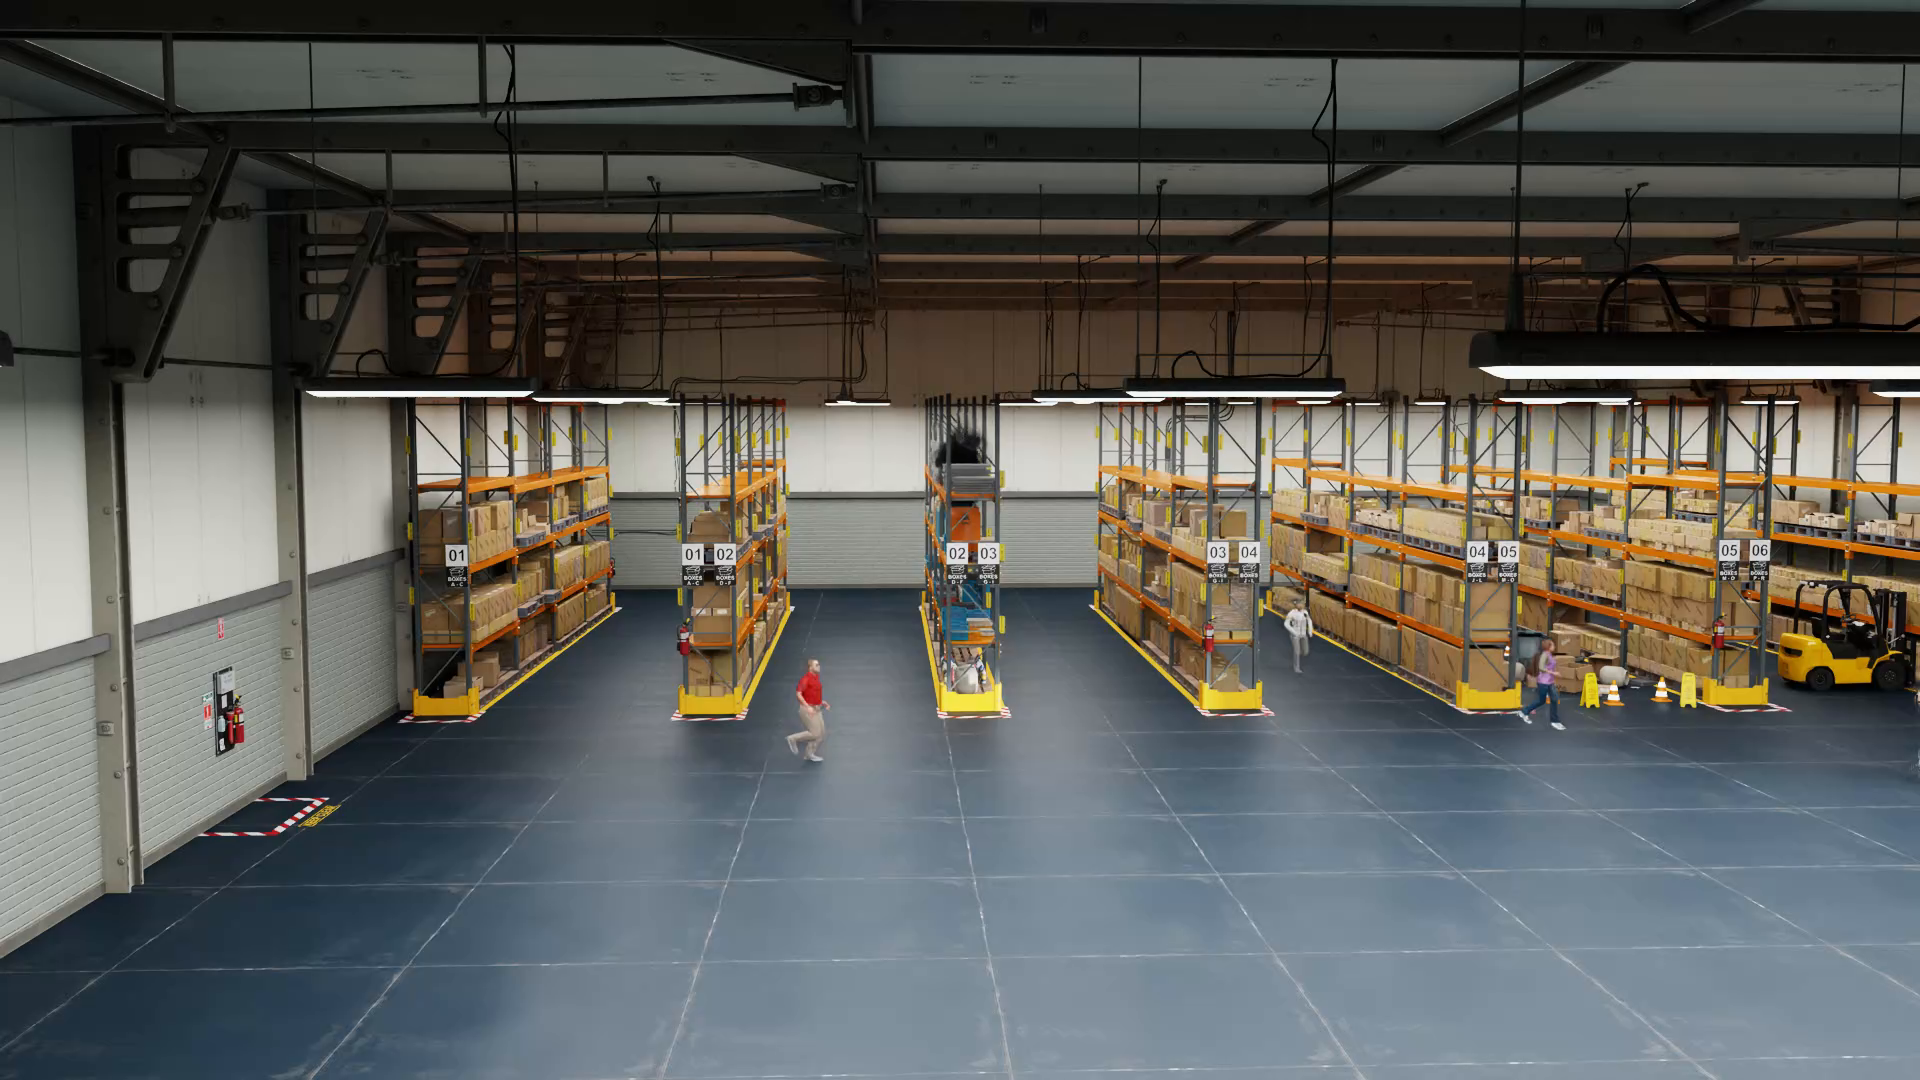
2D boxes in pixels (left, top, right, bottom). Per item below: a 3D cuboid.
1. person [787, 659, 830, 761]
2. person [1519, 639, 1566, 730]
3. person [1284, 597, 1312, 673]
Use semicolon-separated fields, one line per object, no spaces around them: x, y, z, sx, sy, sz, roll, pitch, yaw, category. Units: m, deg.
-2.466;2.761;27.014;0.631;1.677;0.652;1;5;17;person
10.452;2.572;29.784;0.821;1.606;0.538;3;6;38;person
7.344;2.051;36.017;0.668;1.639;0.542;-1;5;-13;person
